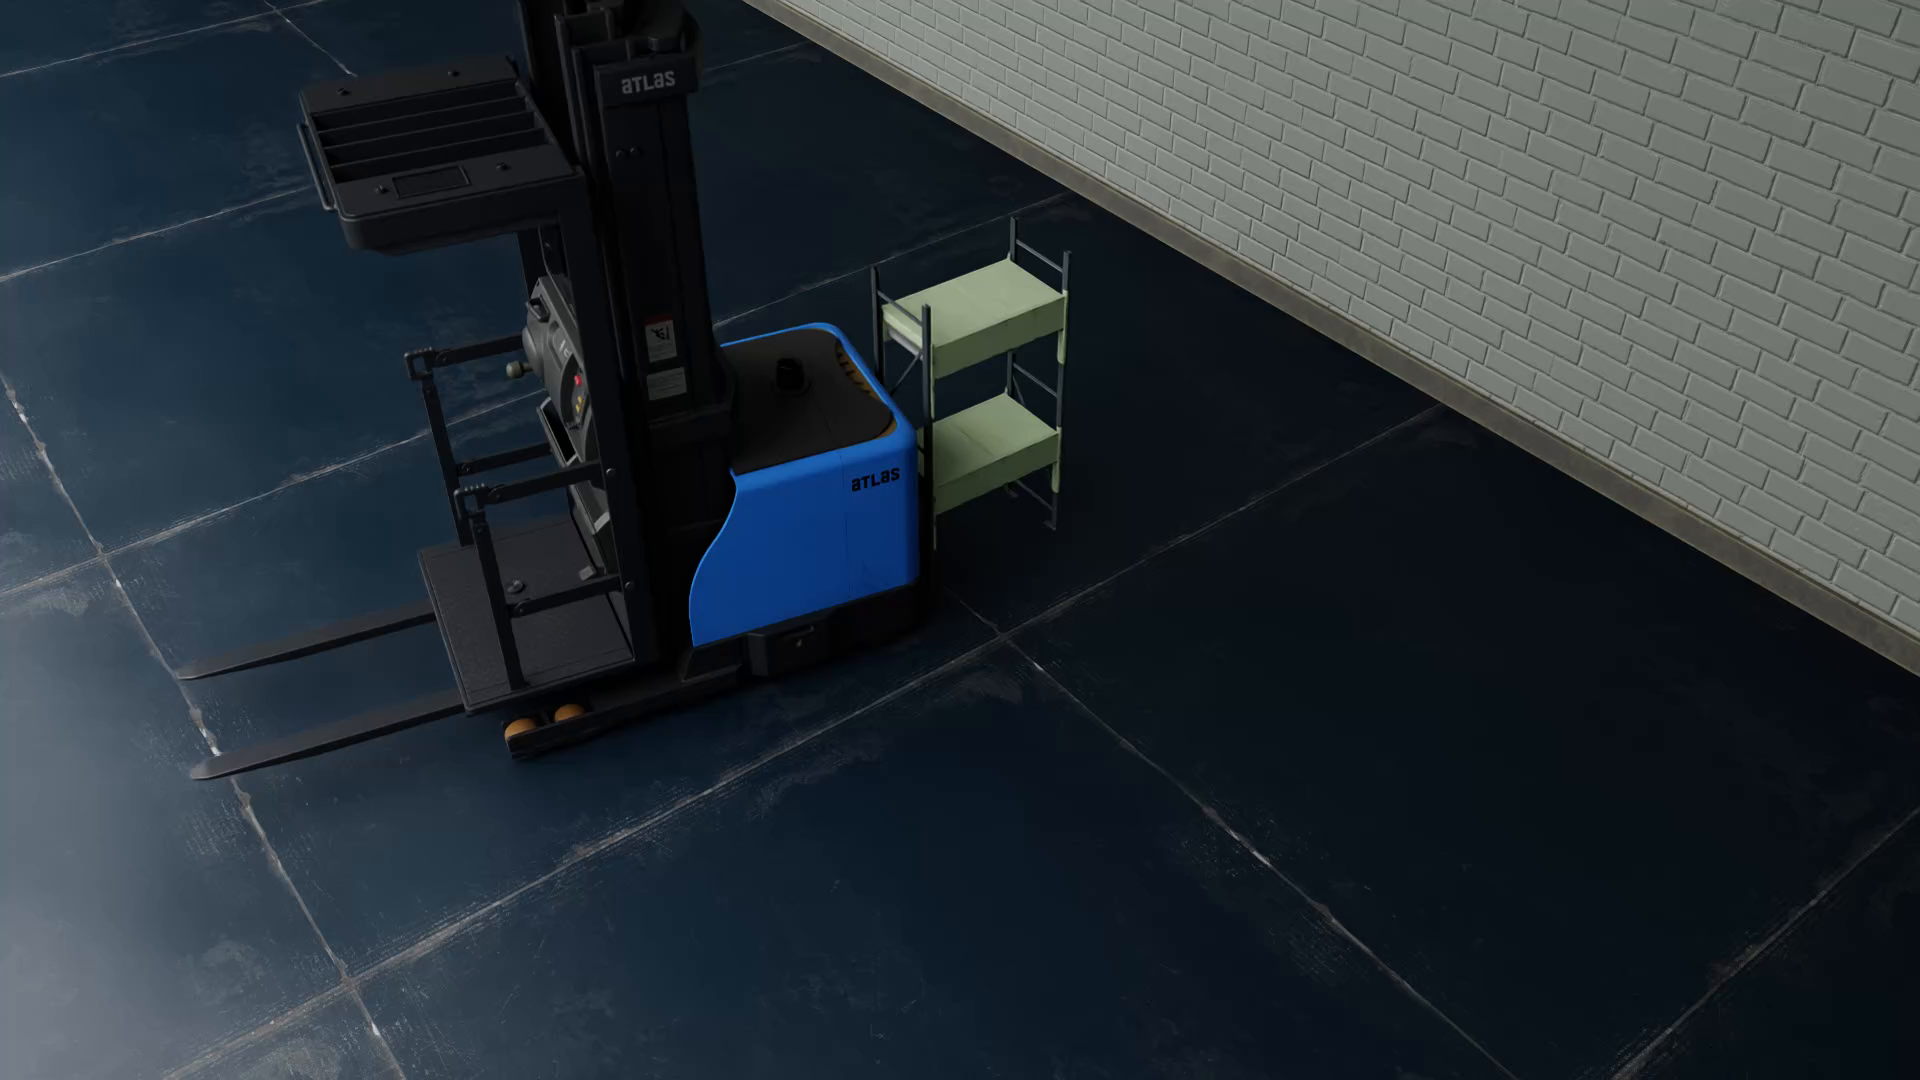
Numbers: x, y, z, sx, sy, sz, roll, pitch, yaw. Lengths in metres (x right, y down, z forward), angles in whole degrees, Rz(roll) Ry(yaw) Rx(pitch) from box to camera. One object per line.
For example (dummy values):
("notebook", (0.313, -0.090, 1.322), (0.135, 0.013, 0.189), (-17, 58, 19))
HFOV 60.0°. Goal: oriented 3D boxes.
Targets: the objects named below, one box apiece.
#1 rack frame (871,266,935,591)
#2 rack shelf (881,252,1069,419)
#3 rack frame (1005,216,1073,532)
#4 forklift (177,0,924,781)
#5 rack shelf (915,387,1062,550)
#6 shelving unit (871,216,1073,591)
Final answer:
("rack frame", (-0.243, -0.452, 7.252), (0.023, 1.500, 0.400), (-25, 45, -27))
("rack shelf", (0.052, -0.891, 7.172), (0.720, 0.370, 0.431), (-25, 45, -27))
("rack frame", (0.347, -0.726, 7.586), (0.023, 1.500, 0.400), (-25, 45, -27))
("forklift", (-1.721, -0.626, 6.336), (3.031, 2.935, 1.130), (-16, 42, -19))
("rack shelf", (0.052, -0.337, 7.626), (0.720, 0.370, 0.431), (-25, 45, -27))
("shelving unit", (0.052, -0.589, 7.419), (0.755, 1.500, 0.431), (-25, 45, -27))
